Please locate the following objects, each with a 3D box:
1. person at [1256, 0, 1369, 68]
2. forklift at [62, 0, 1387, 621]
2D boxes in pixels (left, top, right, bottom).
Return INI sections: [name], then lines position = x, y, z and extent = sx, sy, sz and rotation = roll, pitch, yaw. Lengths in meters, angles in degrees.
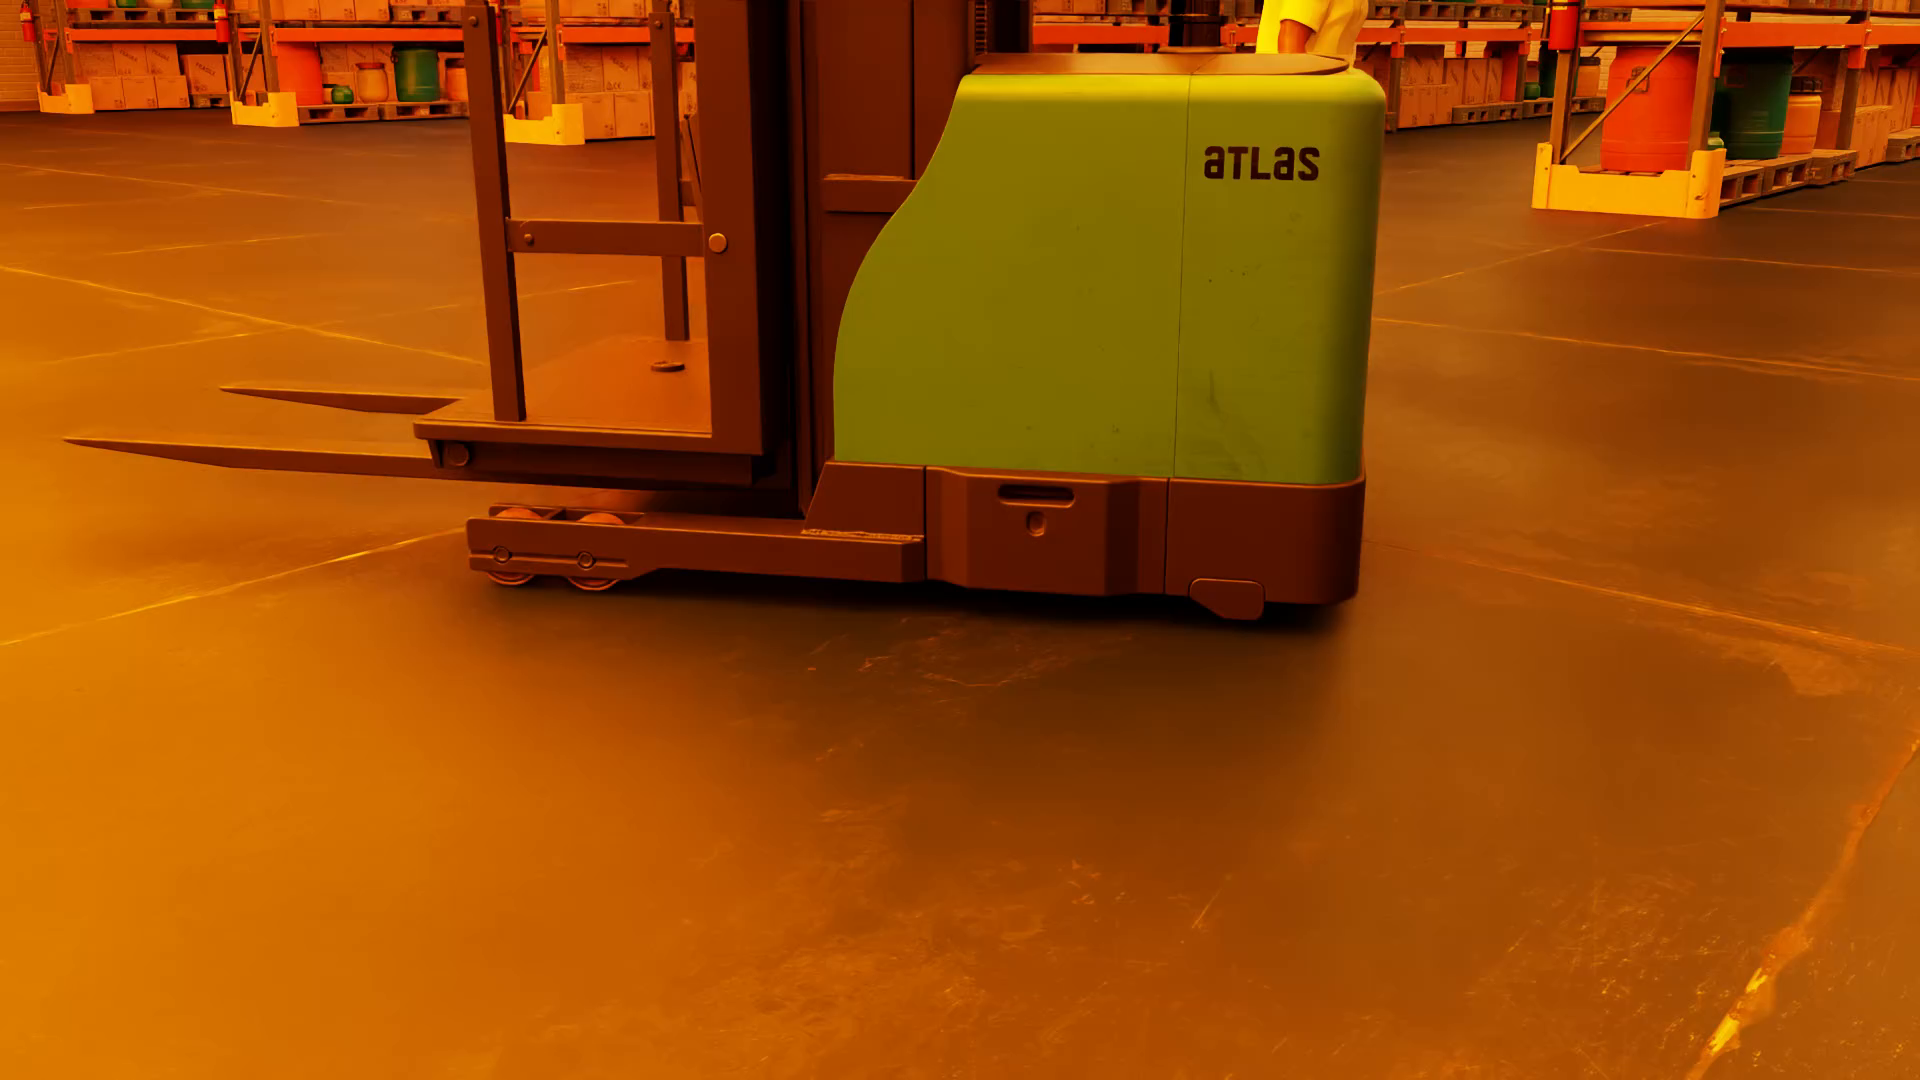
[person]
position = 1.233, -1.434, 5.645
extent = 0.462, 1.759, 0.633
rotation = 8, 19, 25
[forklift]
position = -0.598, -1.438, 3.633
extent = 3.031, 2.935, 1.130
rotation = 3, 17, 11
